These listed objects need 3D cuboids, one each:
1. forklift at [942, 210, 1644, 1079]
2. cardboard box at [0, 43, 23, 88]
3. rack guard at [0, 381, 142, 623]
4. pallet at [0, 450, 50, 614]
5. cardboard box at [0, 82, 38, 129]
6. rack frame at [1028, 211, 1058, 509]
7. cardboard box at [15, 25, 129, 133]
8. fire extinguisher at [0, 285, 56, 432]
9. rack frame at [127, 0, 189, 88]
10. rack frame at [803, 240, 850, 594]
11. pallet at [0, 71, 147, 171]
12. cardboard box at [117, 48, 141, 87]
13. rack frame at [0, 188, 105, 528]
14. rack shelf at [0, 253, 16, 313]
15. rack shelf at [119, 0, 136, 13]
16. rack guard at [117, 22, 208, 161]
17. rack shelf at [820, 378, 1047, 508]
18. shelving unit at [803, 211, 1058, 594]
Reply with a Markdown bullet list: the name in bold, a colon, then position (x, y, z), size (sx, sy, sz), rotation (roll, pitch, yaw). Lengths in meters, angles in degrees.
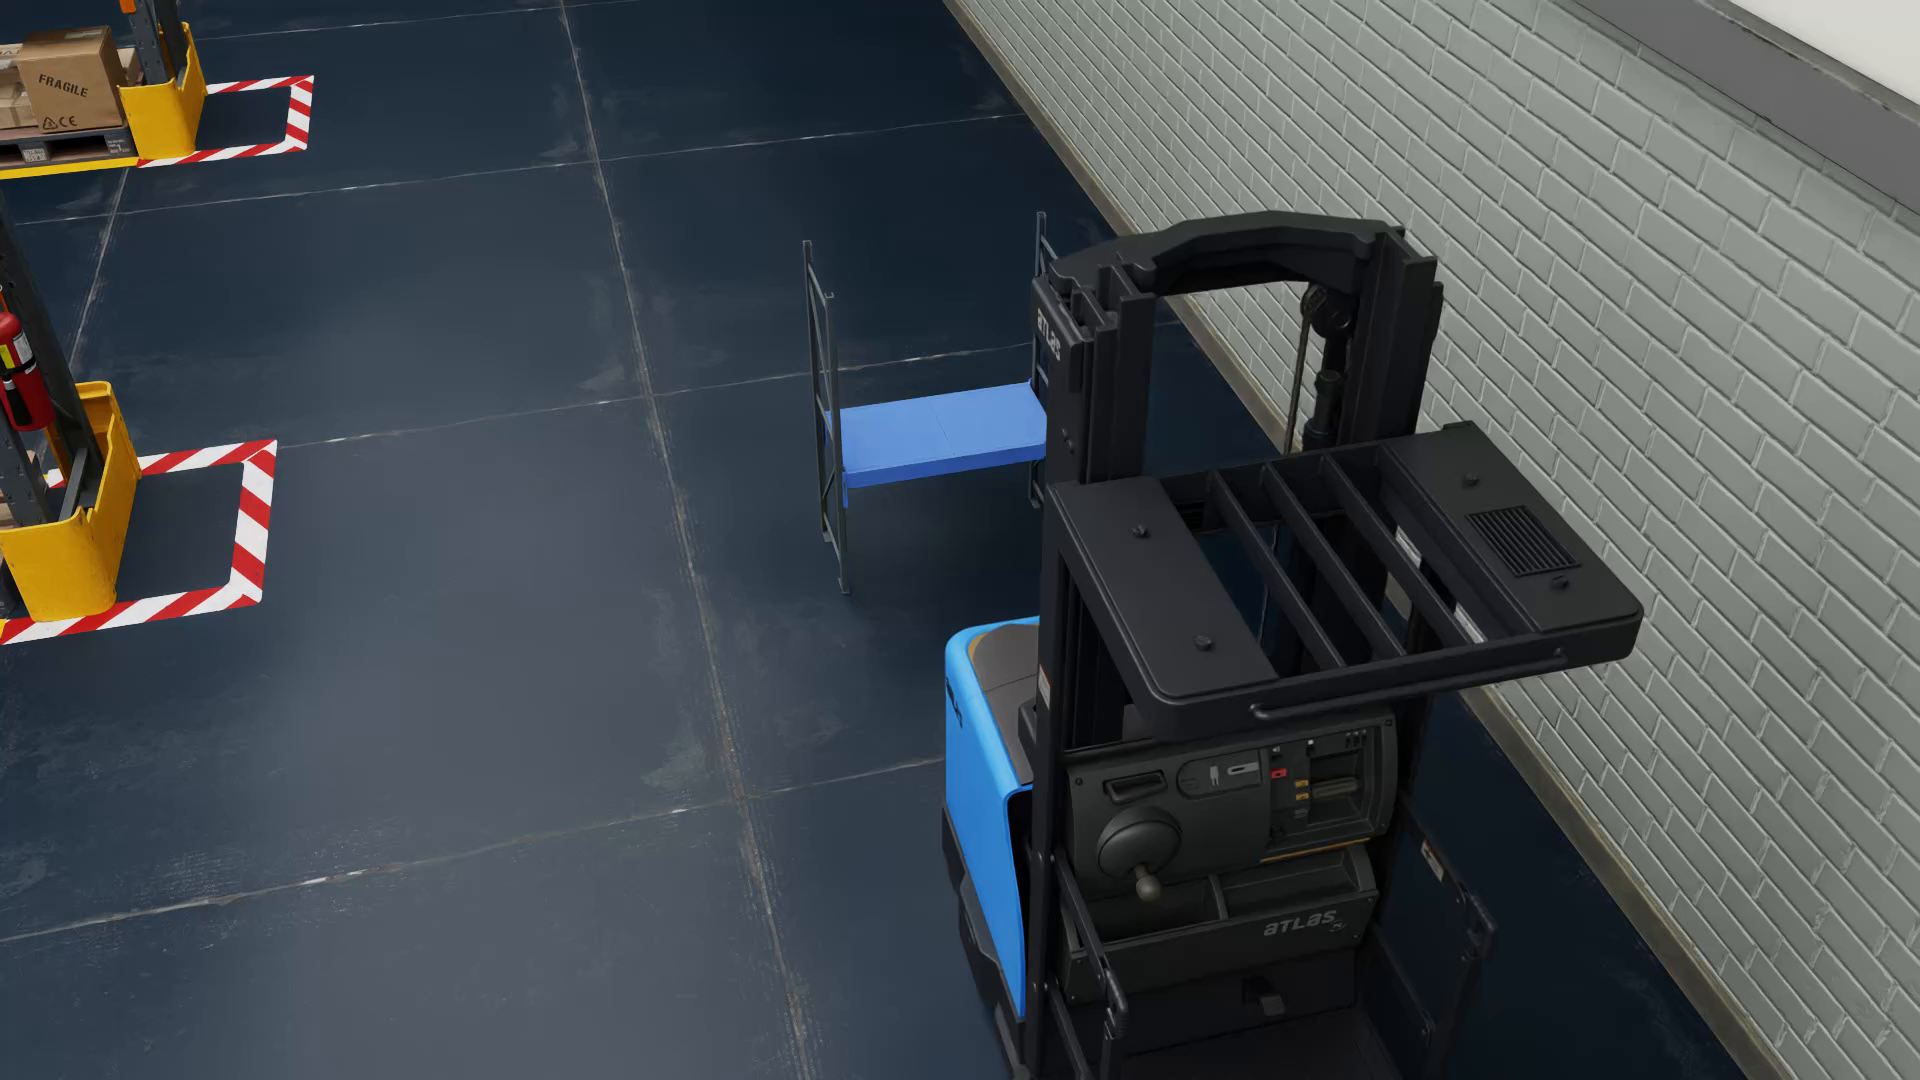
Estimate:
- **forklift**: position (0.798, 0.785, 4.311), size (1.130, 2.935, 3.031), rotation (-9, 38, -11)
- **cardboard box**: position (-6.444, -3.168, 11.324), size (0.500, 0.250, 0.500), rotation (-9, 38, -12)
- **rack guard**: position (-4.054, -0.197, 7.596), size (0.348, 0.500, 1.175), rotation (-9, 38, -12)
- **pallet**: position (-4.880, 0.037, 7.528), size (1.213, 0.211, 1.003), rotation (-9, 38, -12)
- **cardboard box**: position (-6.237, -2.892, 11.031), size (0.250, 0.166, 0.380), rotation (-9, 38, -12)
- **rack frame**: position (0.408, -0.663, 7.382), size (0.032, 1.500, 0.500), rotation (-9, 38, -12)
- **cardboard box**: position (-5.823, -3.036, 10.945), size (0.500, 0.500, 0.500), rotation (-9, 38, -12)
- **fire extinguisher**: position (-3.810, -0.757, 6.641), size (0.183, 0.674, 0.296), rotation (-9, 38, -12)
- **rack frame**: position (-5.362, -4.084, 10.621), size (0.127, 3.000, 1.000), rotation (-9, 38, -12)
- **rack frame**: position (-0.573, -0.502, 7.171), size (0.032, 1.500, 0.500), rotation (-9, 38, -12)
- **pallet**: position (-6.205, -2.838, 11.286), size (1.213, 0.211, 1.003), rotation (-9, 38, -12)
- **cardboard box**: position (-5.856, -3.262, 11.530), size (0.250, 0.149, 0.380), rotation (-9, 38, -12)
- **rack frame**: position (-4.074, -1.178, 6.822), size (0.127, 3.000, 1.000), rotation (-9, 38, -12)
- **rack shelf**: position (-6.005, -0.576, 6.626), size (4.000, 0.370, 1.077), rotation (-9, 38, -12)
- **rack shelf**: position (-7.293, -3.482, 10.425), size (4.000, 0.370, 1.077), rotation (-9, 38, -12)
- **rack guard**: position (-5.435, -3.080, 11.364), size (0.348, 0.500, 1.175), rotation (-9, 38, -12)
- **rack shelf**: position (-0.082, -0.439, 7.386), size (1.000, 0.185, 0.538), rotation (-9, 38, -12)
- **shelving unit**: position (-0.082, -0.582, 7.277), size (1.048, 1.500, 0.538), rotation (-9, 38, -12)
